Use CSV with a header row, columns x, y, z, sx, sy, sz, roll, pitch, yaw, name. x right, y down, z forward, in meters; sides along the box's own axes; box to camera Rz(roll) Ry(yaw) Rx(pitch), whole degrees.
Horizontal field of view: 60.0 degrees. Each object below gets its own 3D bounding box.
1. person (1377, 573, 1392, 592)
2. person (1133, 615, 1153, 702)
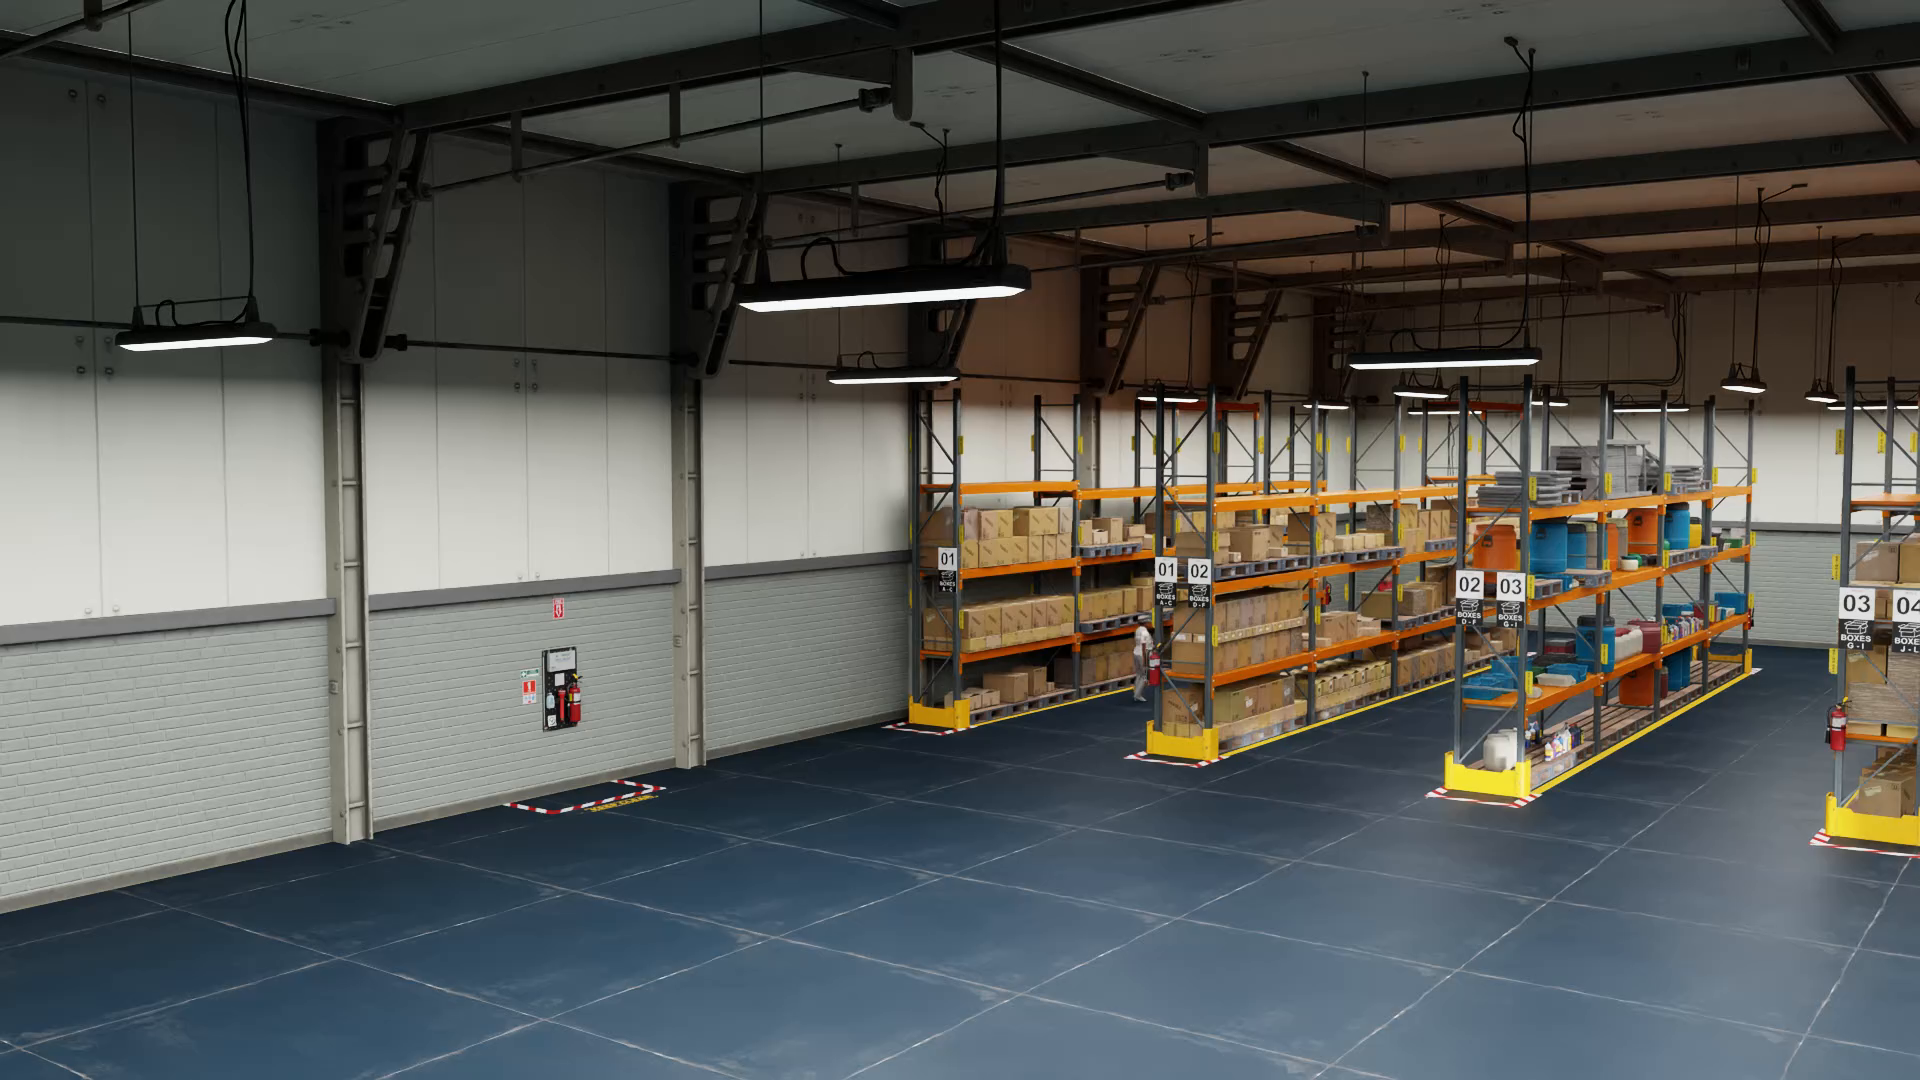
x,y,z,sx,sy,sz,roll,pitch,yaw,name
11.036,1.693,43.098,0.570,1.663,1.078,2,4,33,person
3.567,2.329,32.599,0.426,1.716,0.492,-1,3,-17,person
